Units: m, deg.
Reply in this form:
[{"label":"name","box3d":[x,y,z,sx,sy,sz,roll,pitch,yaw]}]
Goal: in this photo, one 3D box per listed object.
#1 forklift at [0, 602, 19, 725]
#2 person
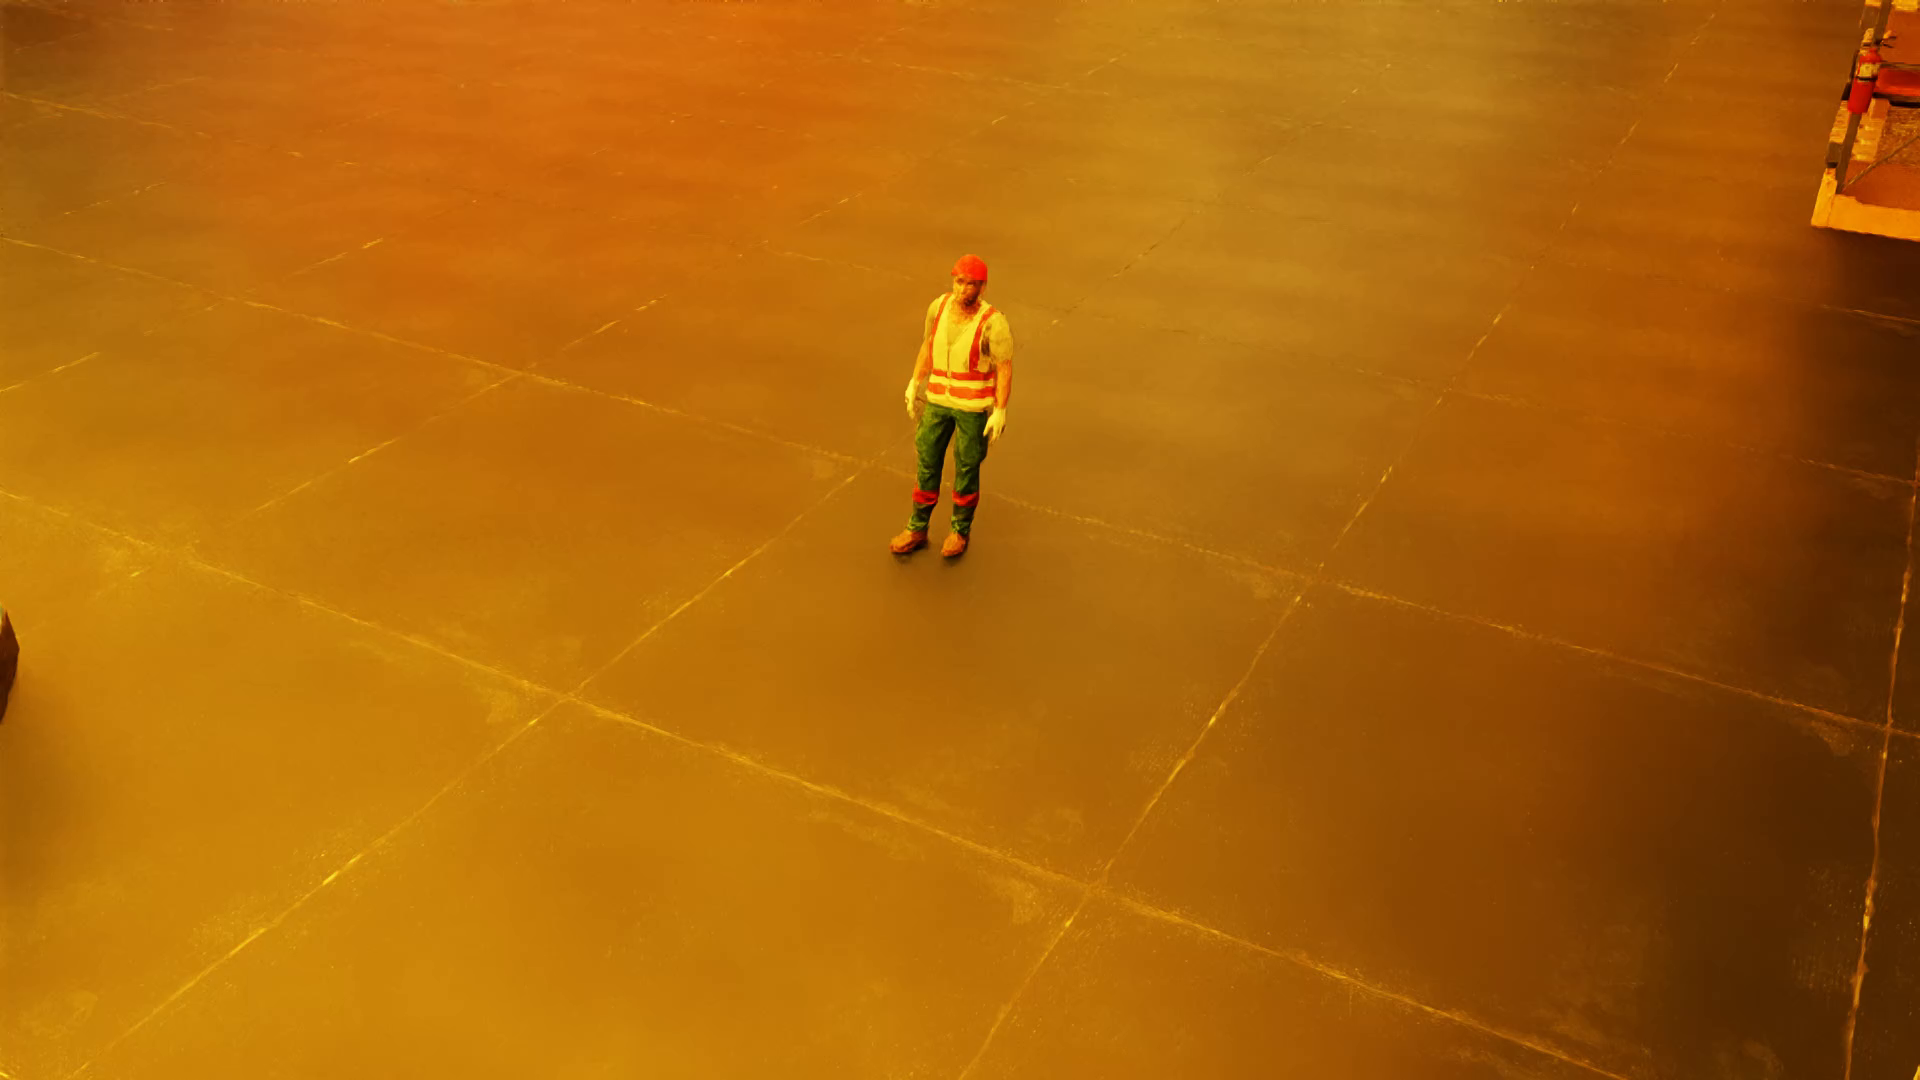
[{"label":"forklift","box3d":[-6.296,-0.175,7.374,3.031,2.935,1.130,-10,31,-17]},{"label":"person","box3d":[-0.049,-0.748,9.496,0.637,1.787,0.563,15,33,25]}]
